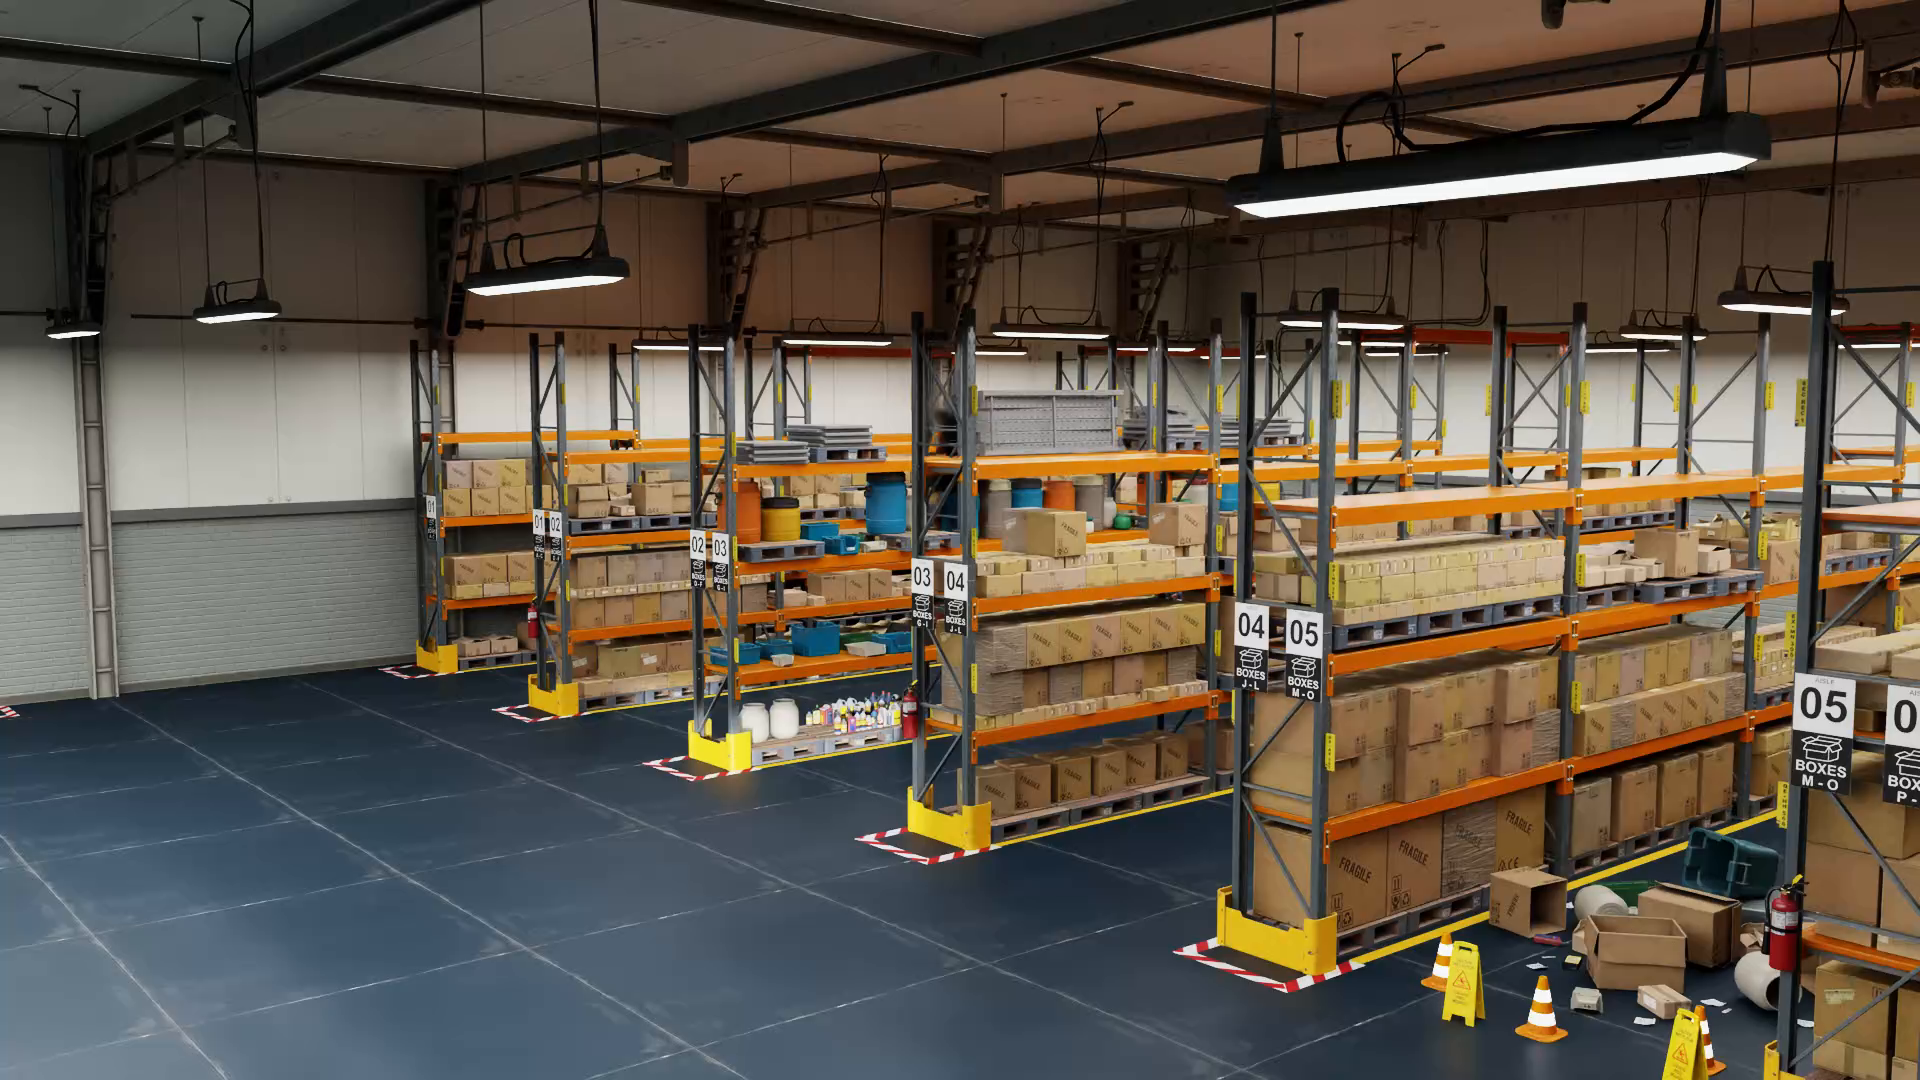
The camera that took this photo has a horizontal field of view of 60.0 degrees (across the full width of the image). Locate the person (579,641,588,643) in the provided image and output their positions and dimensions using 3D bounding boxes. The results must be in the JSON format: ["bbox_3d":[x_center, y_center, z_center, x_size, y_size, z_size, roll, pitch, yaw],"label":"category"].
[{"bbox_3d":[-6.947,1.613,30.088,0.607,1.585,0.739,0,5,0],"label":"person"}]

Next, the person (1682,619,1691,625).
[{"bbox_3d":[11.080,2.002,25.486,0.604,1.616,0.620,-3,6,-26],"label":"person"}]
